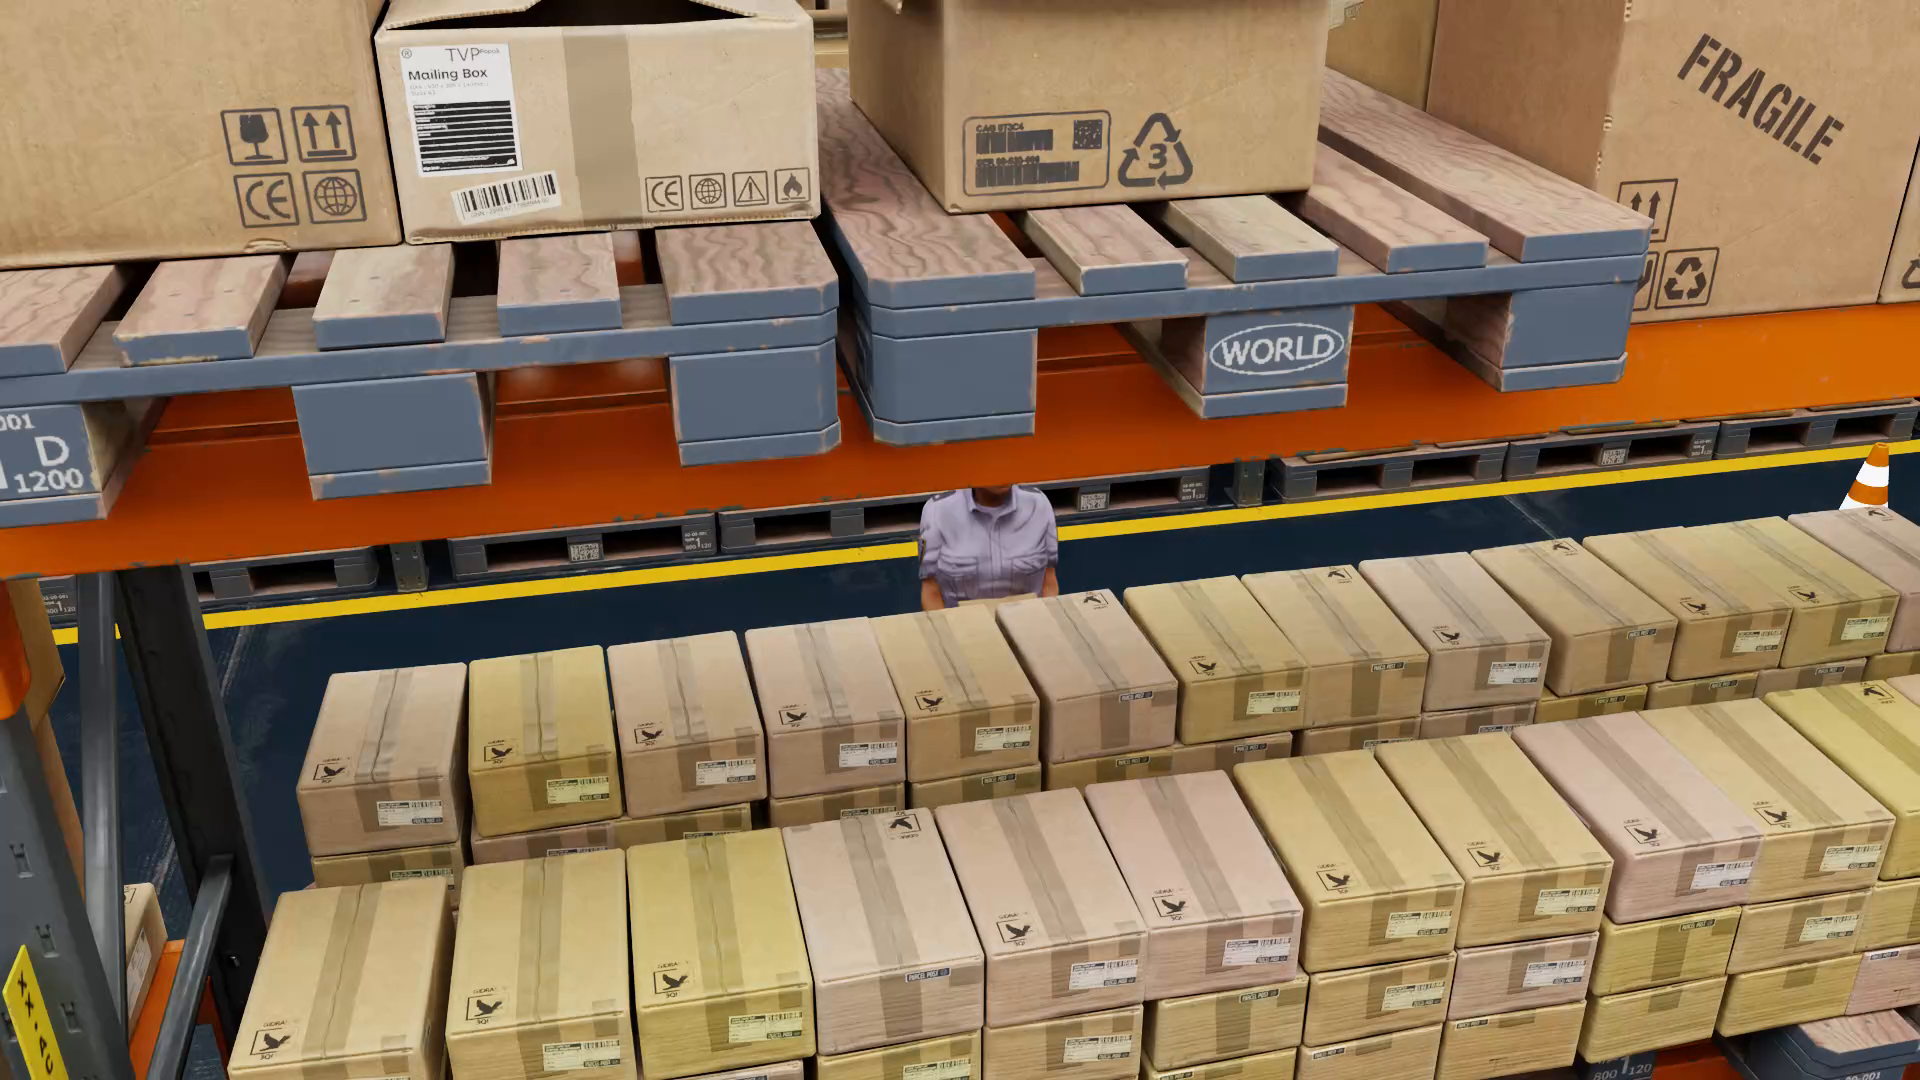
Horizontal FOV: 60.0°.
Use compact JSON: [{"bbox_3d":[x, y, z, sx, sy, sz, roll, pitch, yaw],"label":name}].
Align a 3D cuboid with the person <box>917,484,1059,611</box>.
[{"bbox_3d":[0.107,0.421,5.317,0.452,1.634,0.517,-6,27,-11],"label":"person"}]
